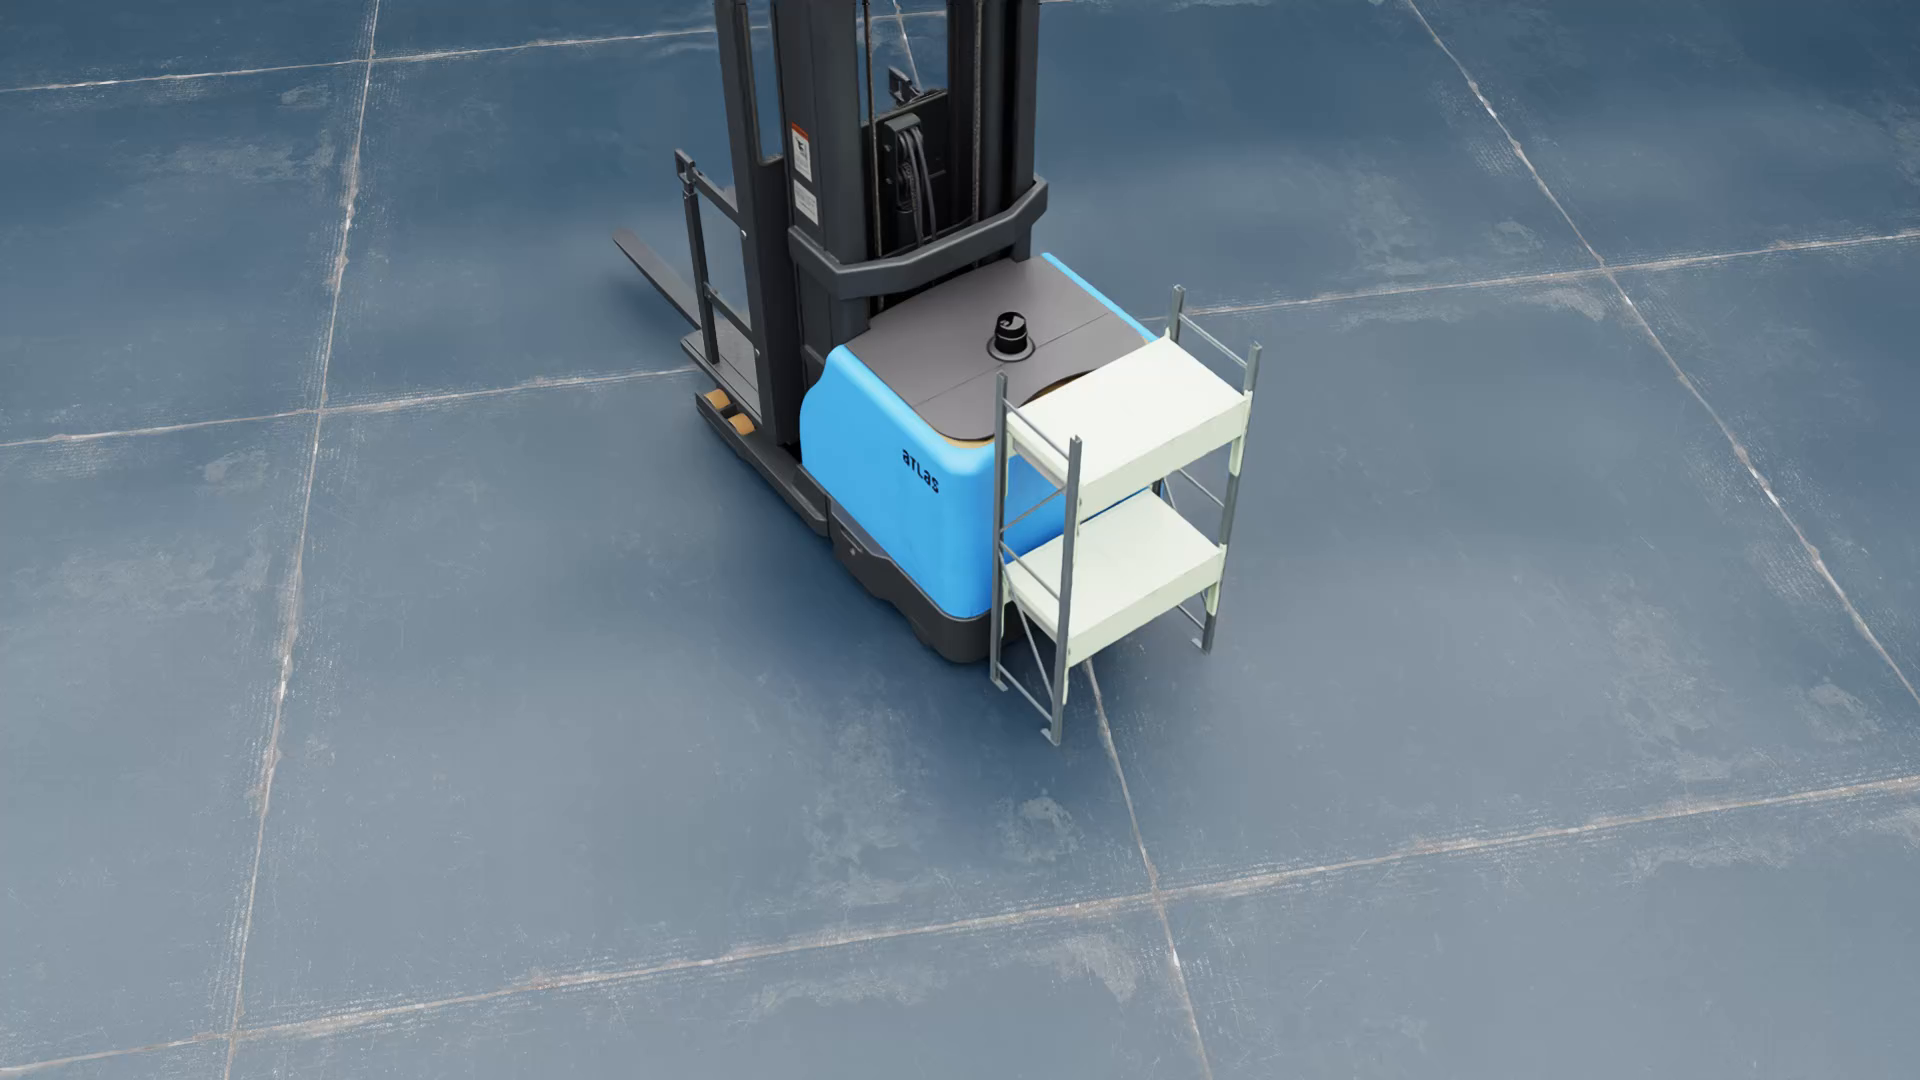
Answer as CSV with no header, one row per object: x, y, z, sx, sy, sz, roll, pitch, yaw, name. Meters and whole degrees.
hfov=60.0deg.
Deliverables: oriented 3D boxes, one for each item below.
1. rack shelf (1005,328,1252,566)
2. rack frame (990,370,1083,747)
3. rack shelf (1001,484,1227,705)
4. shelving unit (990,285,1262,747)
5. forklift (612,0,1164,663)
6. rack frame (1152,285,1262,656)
0.534,-0.316,5.471,0.720,0.370,0.431,-28,52,-24,rack shelf
0.239,0.111,5.602,0.023,1.500,0.400,-28,52,-24,rack frame
0.534,0.181,5.987,0.720,0.370,0.431,-28,52,-24,rack shelf
0.534,-0.045,5.752,0.755,1.500,0.431,-28,52,-24,shelving unit
-0.480,-1.579,6.236,1.130,2.935,3.031,-28,52,-24,forklift
0.829,-0.201,5.902,0.023,1.500,0.400,-28,52,-24,rack frame
